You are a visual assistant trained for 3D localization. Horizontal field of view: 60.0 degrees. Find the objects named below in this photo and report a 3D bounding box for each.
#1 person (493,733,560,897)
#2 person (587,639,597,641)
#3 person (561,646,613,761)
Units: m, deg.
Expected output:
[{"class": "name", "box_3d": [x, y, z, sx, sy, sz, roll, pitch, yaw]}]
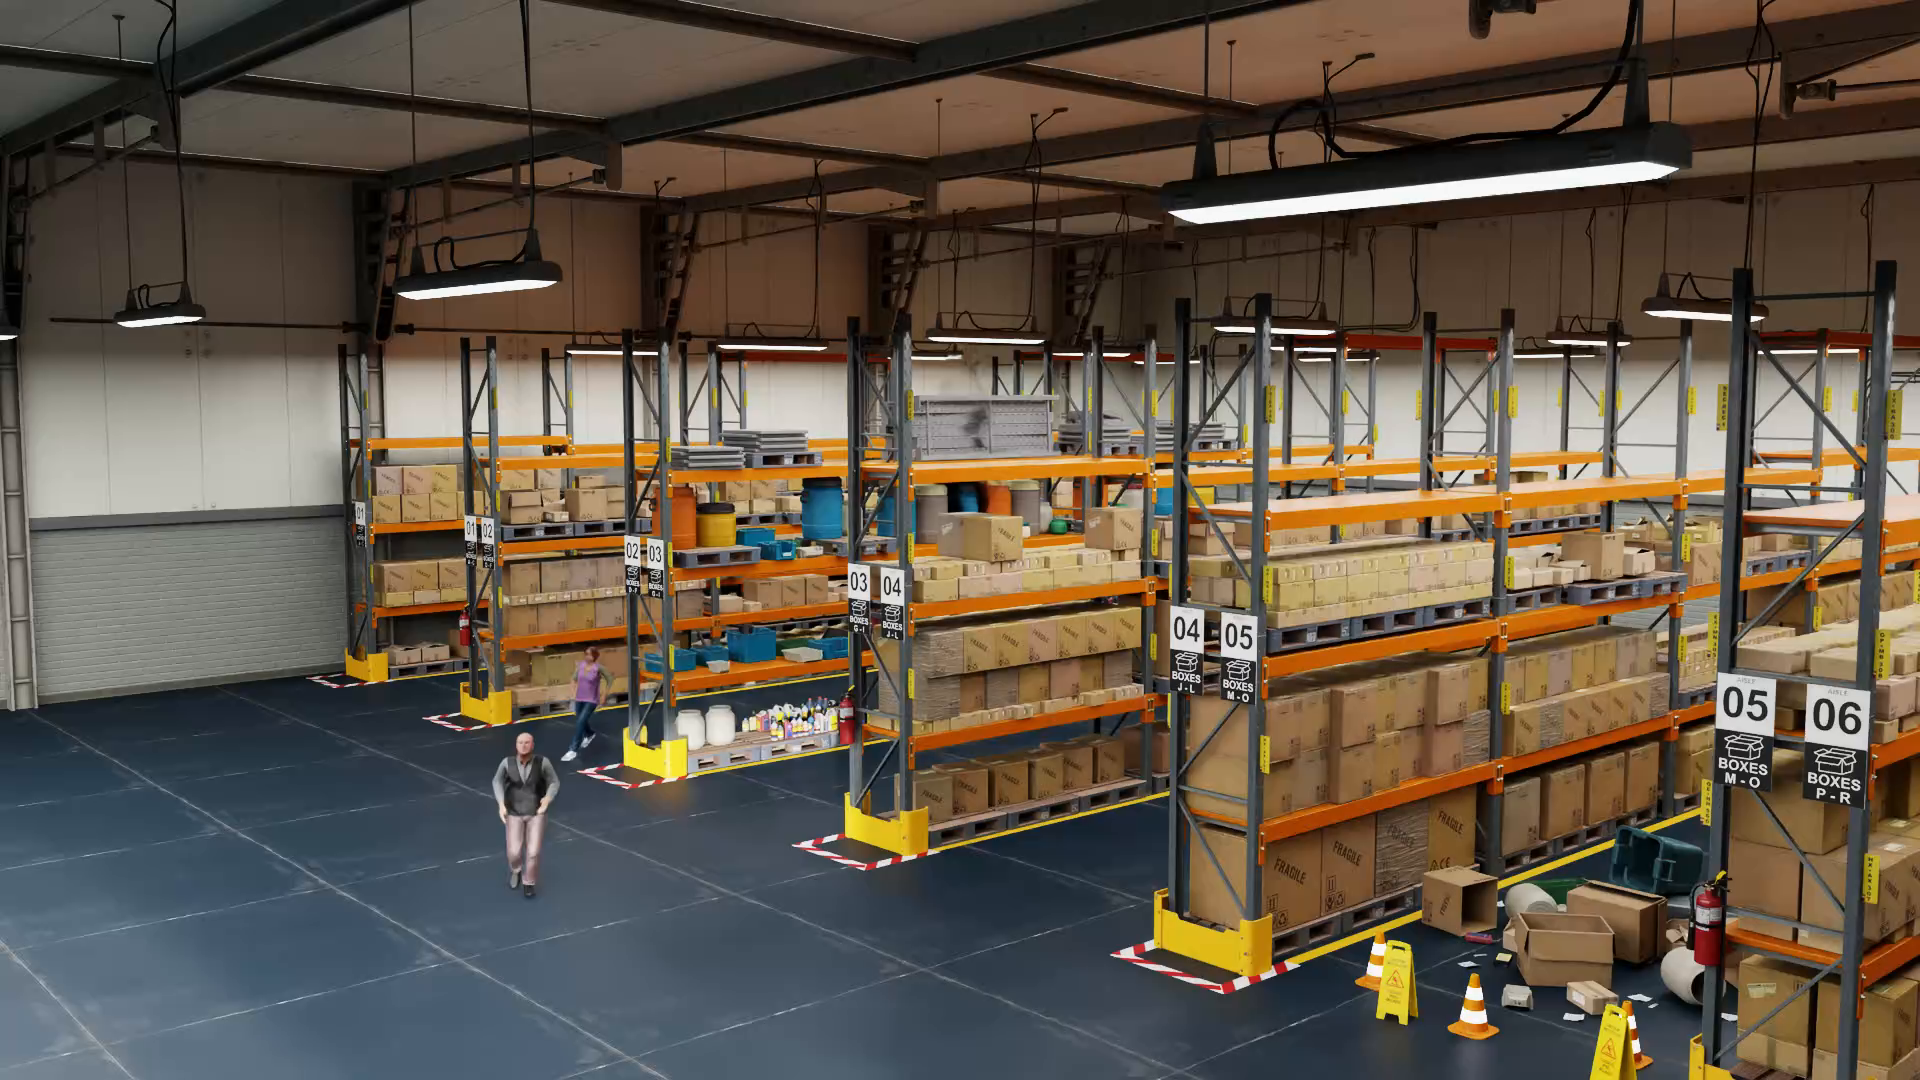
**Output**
[{"class": "person", "box_3d": [-4.418, 2.807, 16.968, 0.672, 1.689, 0.571, -1, 5, -14]}, {"class": "person", "box_3d": [-6.592, 1.655, 29.735, 0.618, 1.669, 0.890, 4, 6, 35]}, {"class": "person", "box_3d": [-5.242, 2.273, 23.434, 0.605, 1.567, 0.876, 2, 5, 21]}]
